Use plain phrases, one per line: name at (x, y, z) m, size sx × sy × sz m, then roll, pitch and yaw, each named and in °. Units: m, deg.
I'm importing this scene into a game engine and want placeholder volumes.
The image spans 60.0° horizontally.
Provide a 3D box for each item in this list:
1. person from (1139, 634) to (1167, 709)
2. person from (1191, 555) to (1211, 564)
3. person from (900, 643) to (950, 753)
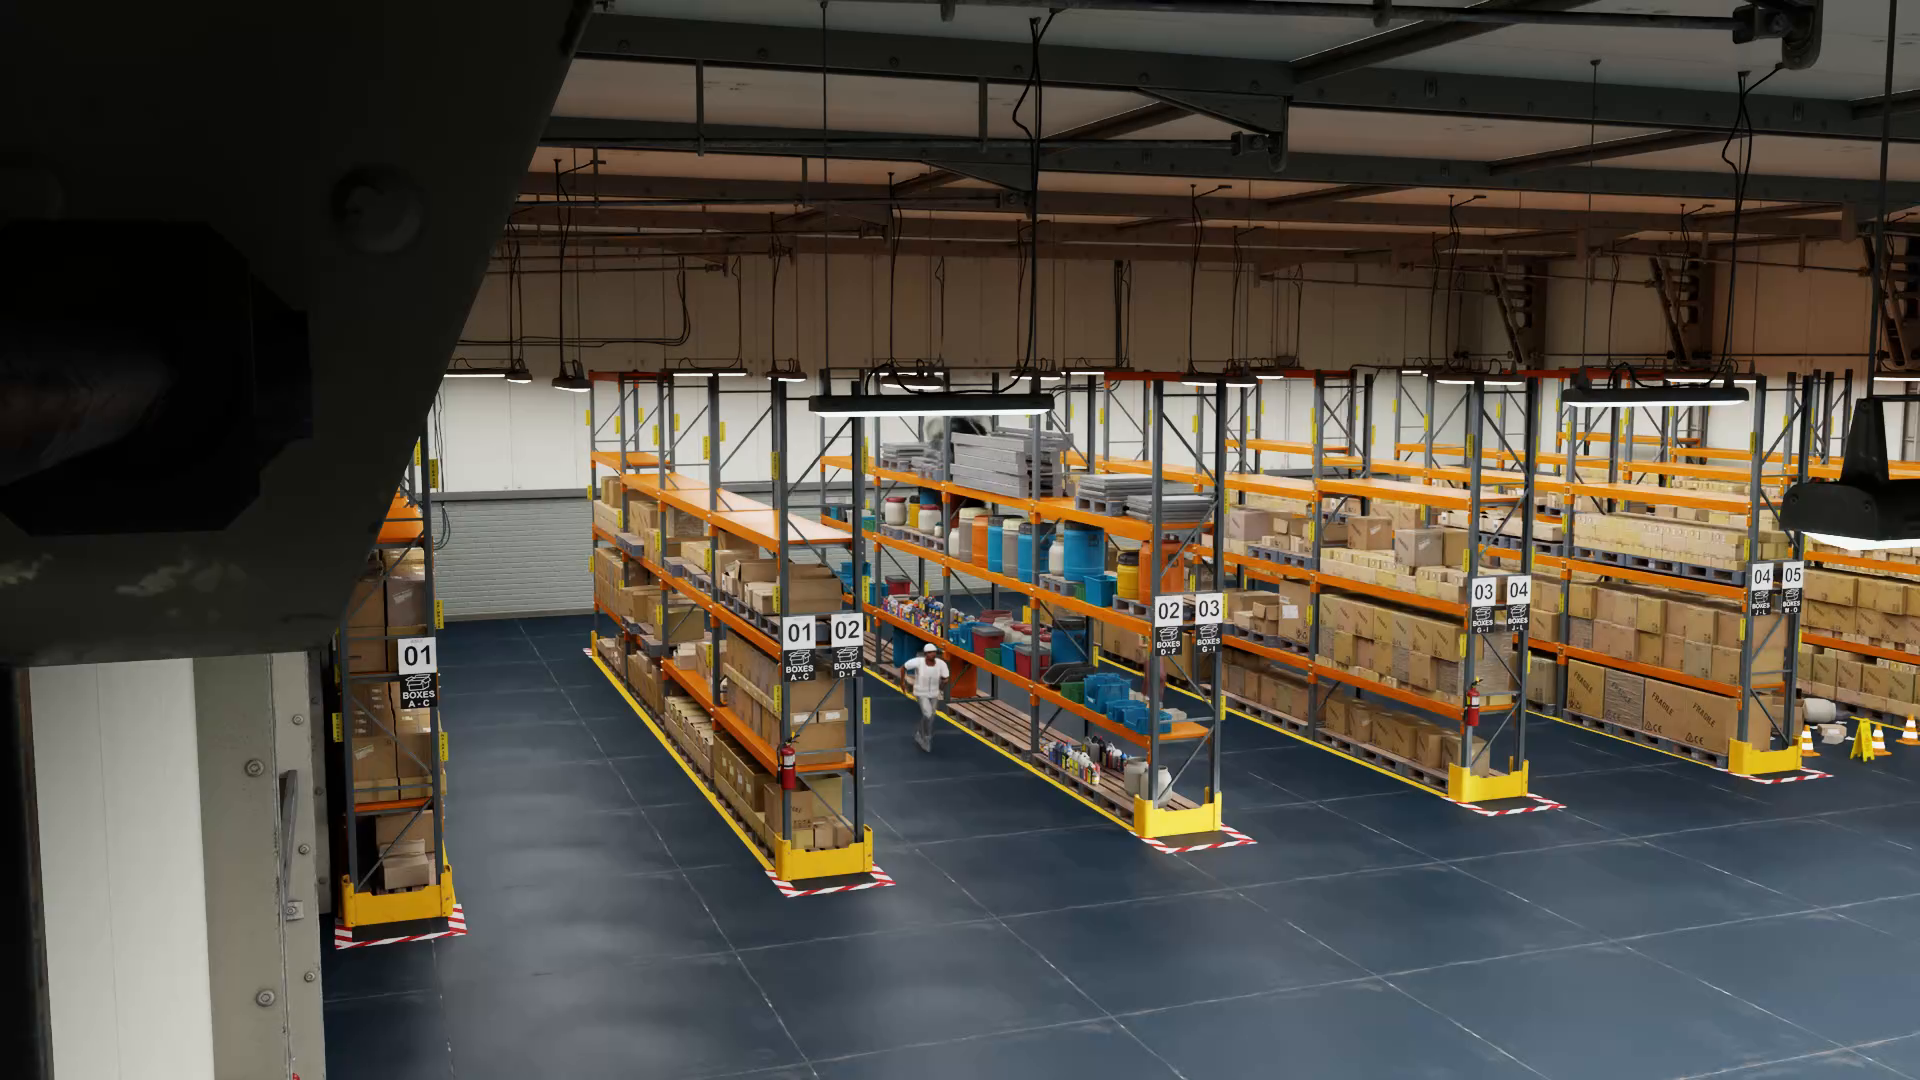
person at (3.451, 2.170, 29.941) m, size 0.559 × 1.725 × 0.738 m, roll -2°, pitch 7°, yaw -17°
person at (5.793, 0.951, 40.768) m, size 0.931 × 1.660 × 0.643 m, roll -6°, pitch 9°, yaw -44°
person at (-0.535, 2.500, 26.552) m, size 0.733 × 1.755 × 0.812 m, roll -3°, pitch 7°, yaw -21°
